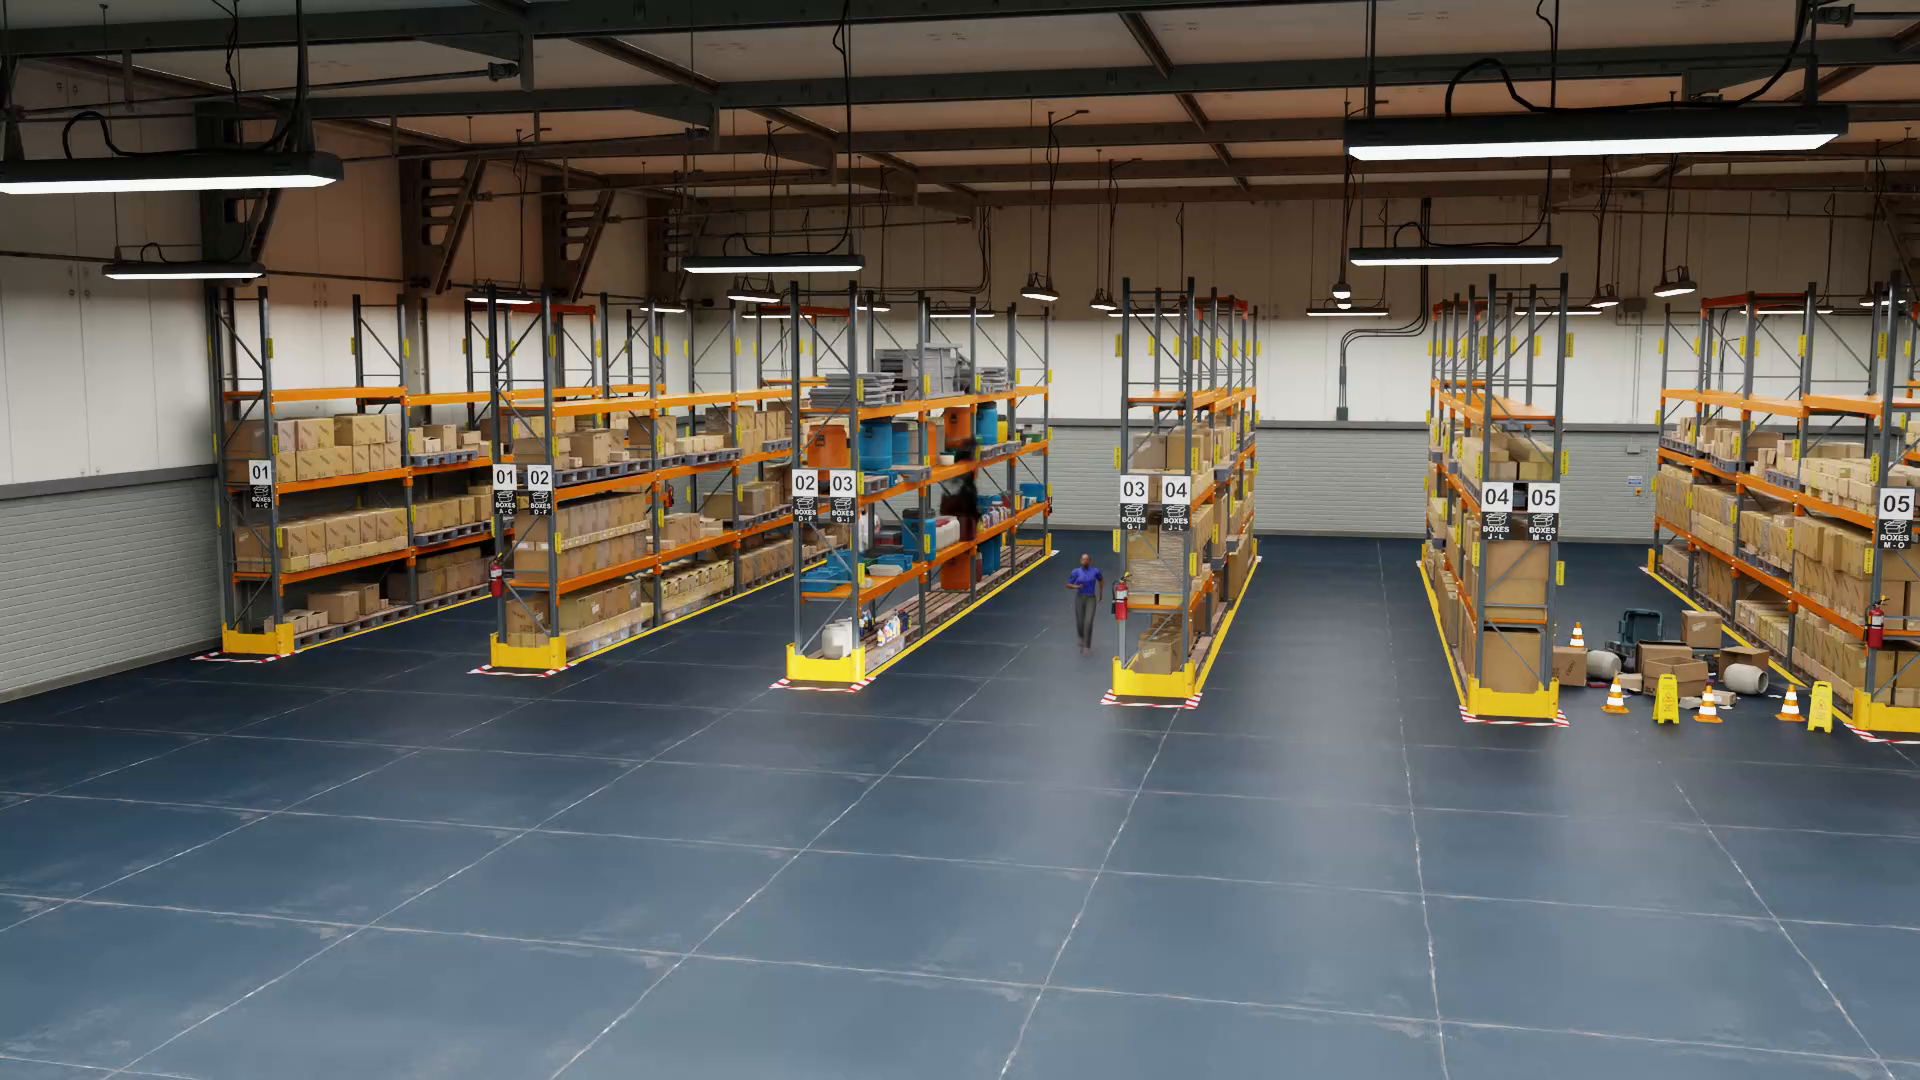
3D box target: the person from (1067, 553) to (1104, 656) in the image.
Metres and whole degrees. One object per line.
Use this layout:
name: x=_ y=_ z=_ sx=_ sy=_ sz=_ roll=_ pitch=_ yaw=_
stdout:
person: x=2.058 y=1.027 z=27.349 sx=0.609 sy=1.638 sz=0.906 roll=0 pitch=7 yaw=3

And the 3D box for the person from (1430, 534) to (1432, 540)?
person: x=11.450 y=-0.384 z=39.565 sx=0.553 sy=1.728 sz=0.739 roll=1 pitch=7 yaw=8

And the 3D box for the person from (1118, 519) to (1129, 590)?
person: x=3.381 y=0.084 z=32.368 sx=0.658 sy=1.815 sz=0.915 roll=1 pitch=7 yaw=7

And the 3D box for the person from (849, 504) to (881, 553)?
person: x=-1.995 y=0.013 z=34.563 sx=0.659 sy=1.765 sz=0.587 roll=1 pitch=7 yaw=4
